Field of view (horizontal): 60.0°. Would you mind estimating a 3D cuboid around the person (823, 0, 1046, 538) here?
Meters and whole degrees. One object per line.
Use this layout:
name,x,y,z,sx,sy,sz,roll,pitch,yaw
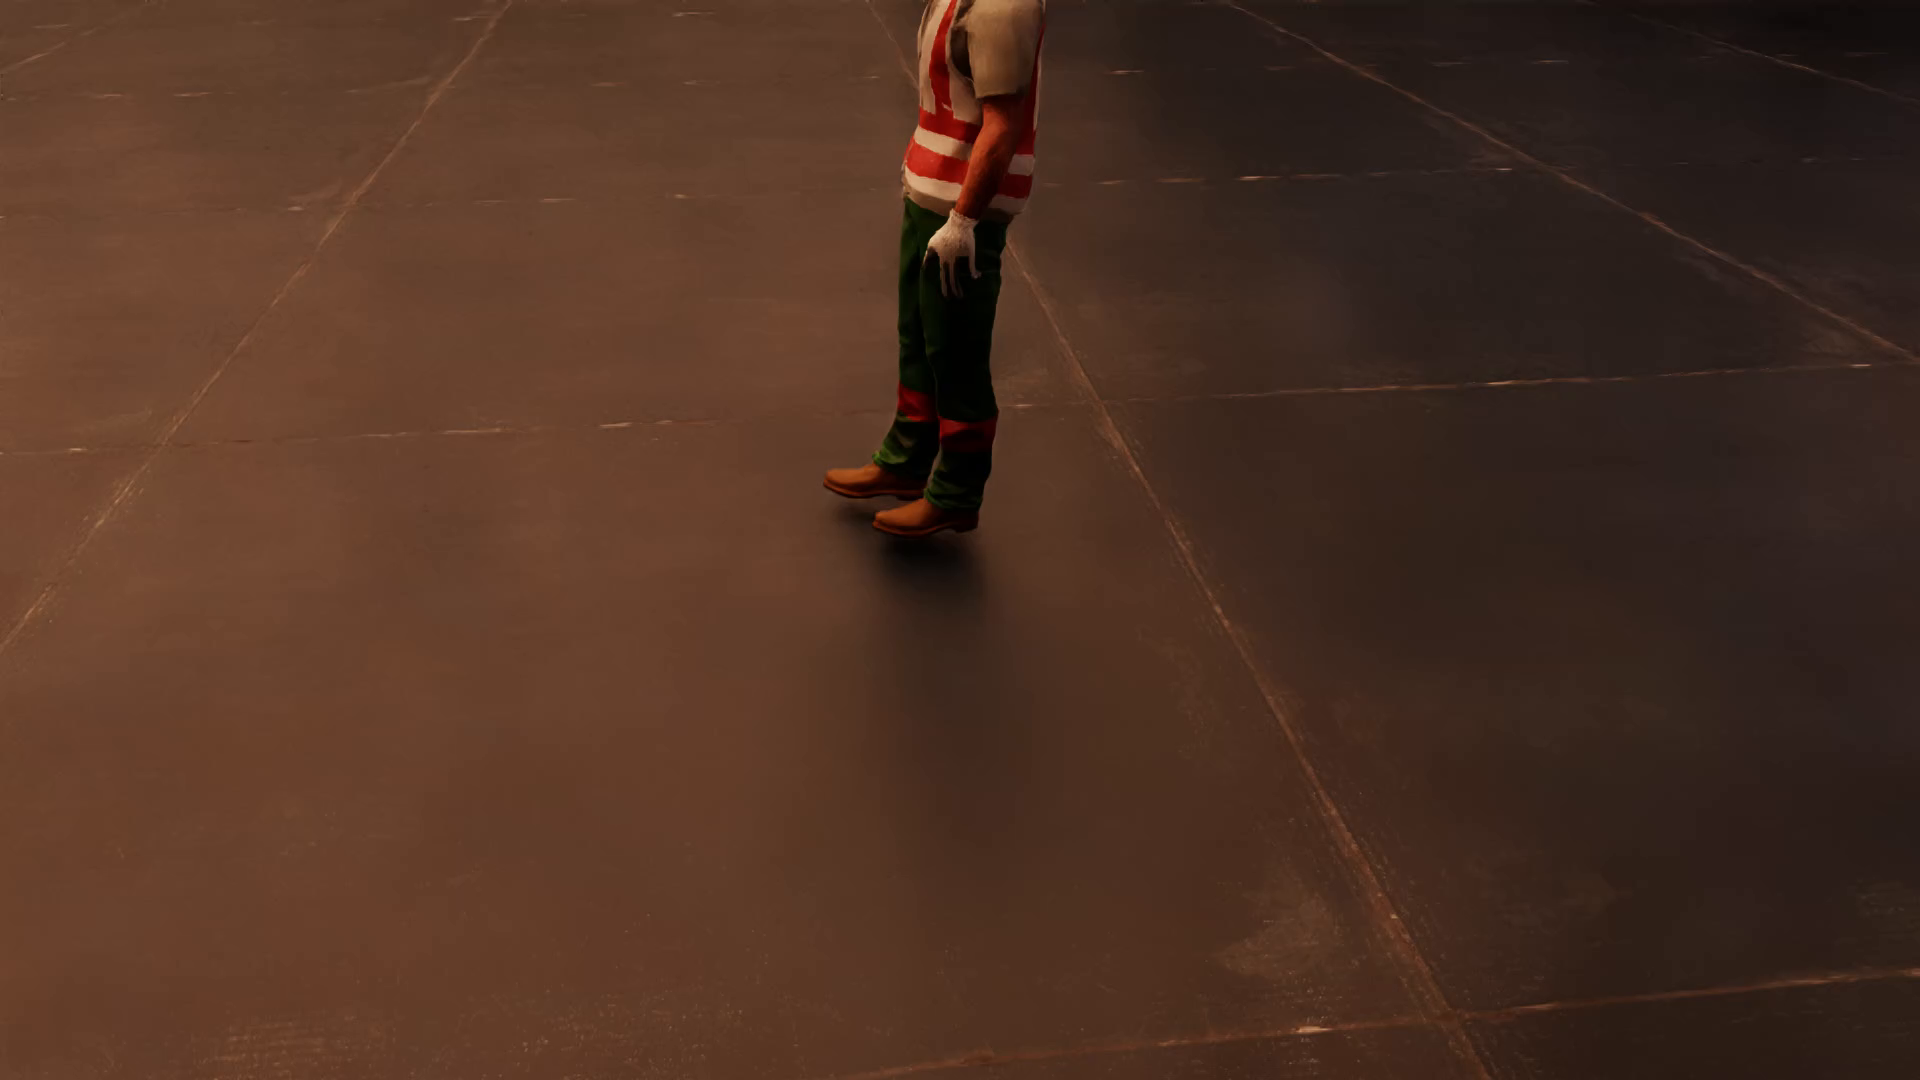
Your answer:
person,-0.081,-0.848,4.198,0.563,1.787,0.637,-3,26,-7
